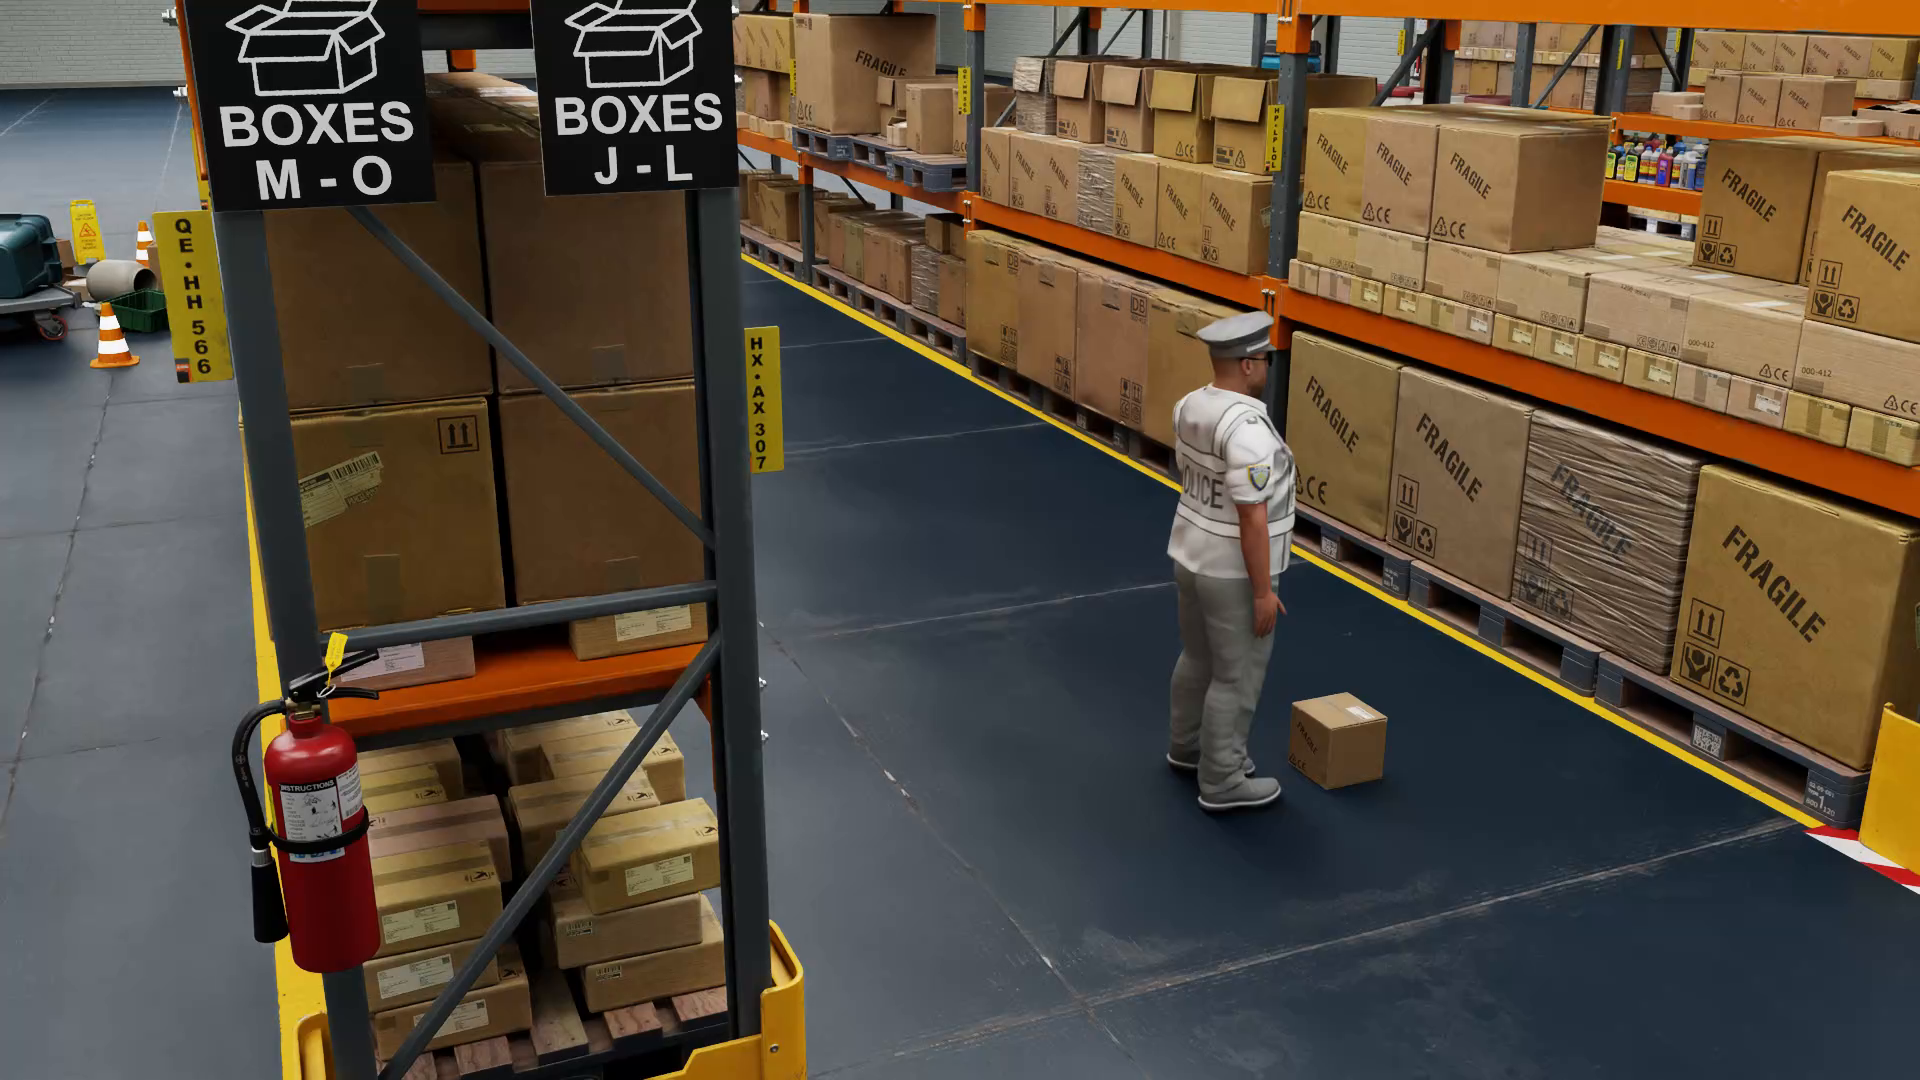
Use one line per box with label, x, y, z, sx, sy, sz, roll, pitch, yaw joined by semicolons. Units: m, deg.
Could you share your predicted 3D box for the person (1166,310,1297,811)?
person;0.942;0.085;5.765;0.414;1.766;0.587;-8;20;-22
